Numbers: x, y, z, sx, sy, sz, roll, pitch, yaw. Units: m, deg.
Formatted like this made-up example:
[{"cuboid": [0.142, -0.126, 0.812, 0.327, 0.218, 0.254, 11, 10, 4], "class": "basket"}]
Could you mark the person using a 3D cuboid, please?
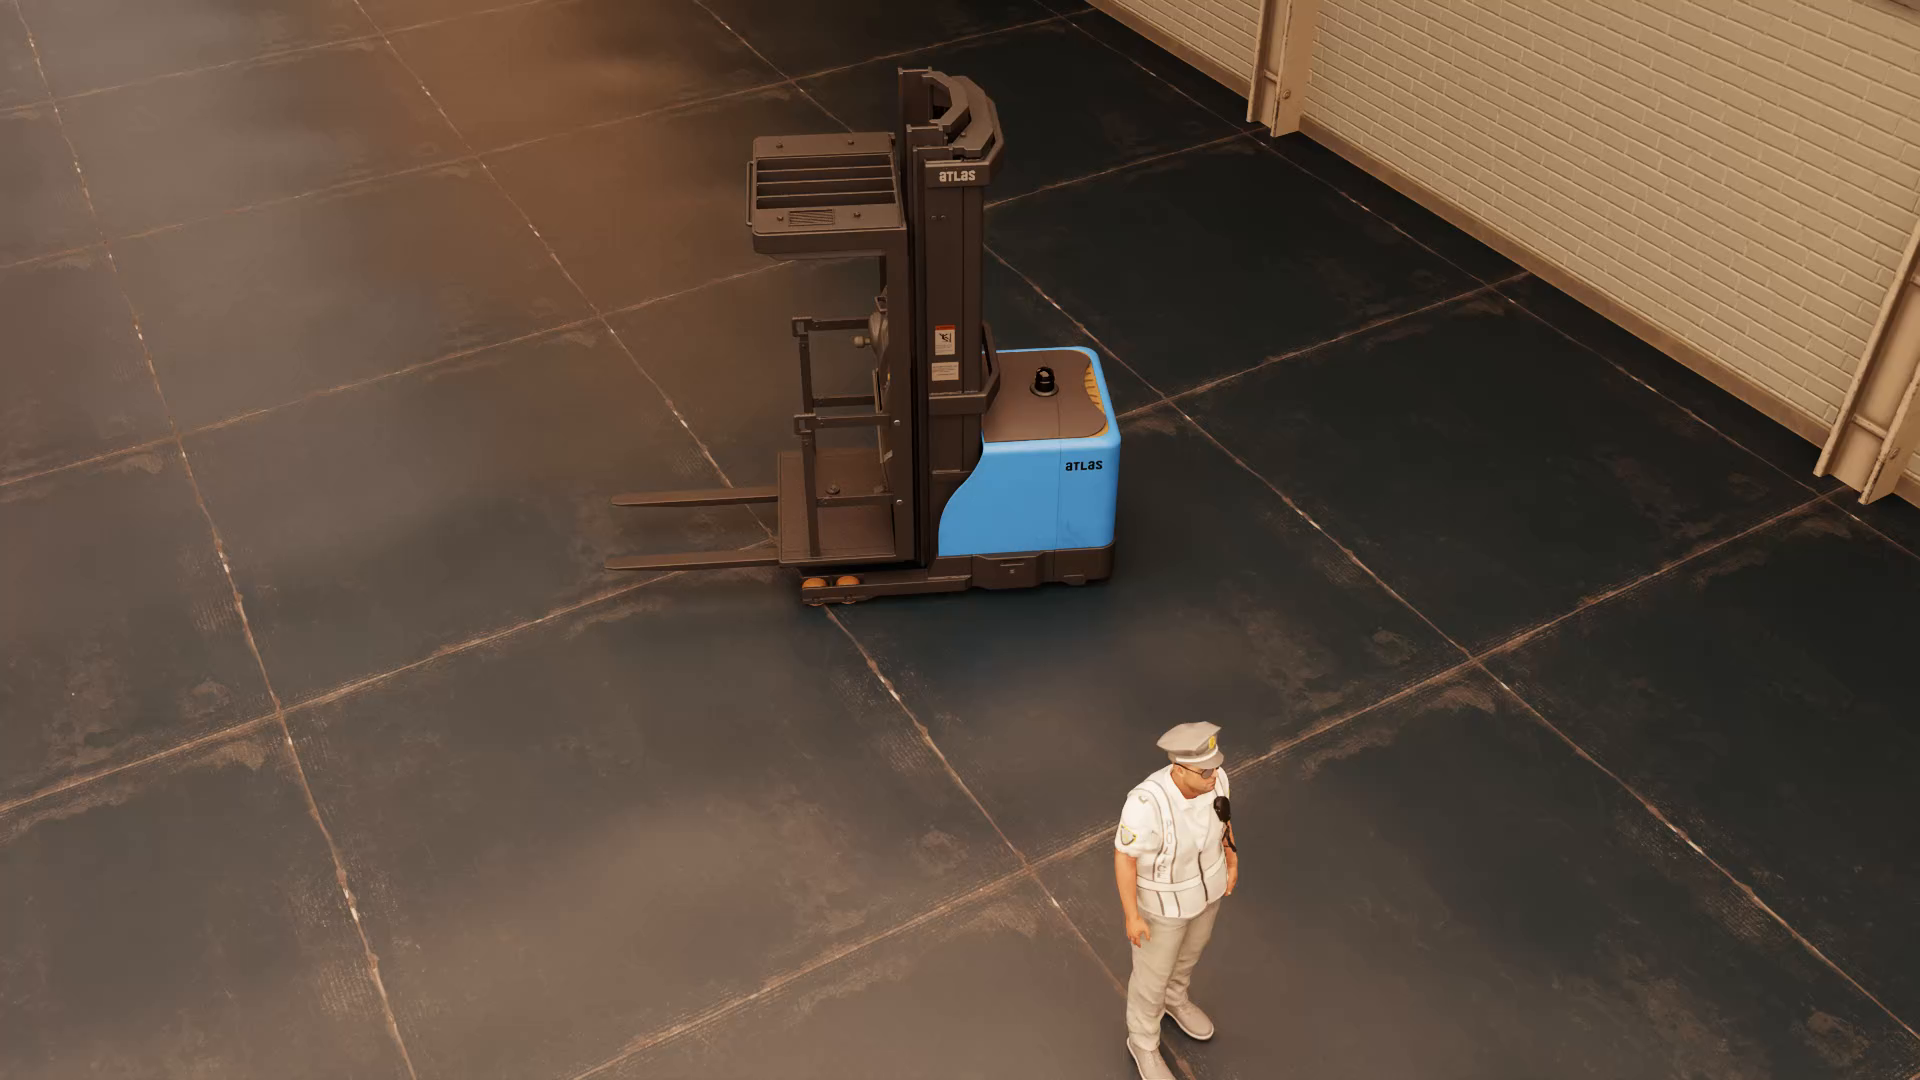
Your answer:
[{"cuboid": [0.975, 1.527, 7.084, 0.640, 1.780, 0.575, -25, 46, -27], "class": "person"}]

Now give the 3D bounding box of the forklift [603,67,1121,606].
[{"cuboid": [-0.622, -1.093, 9.354, 3.031, 2.935, 1.130, -3, 40, -4], "class": "forklift"}]
